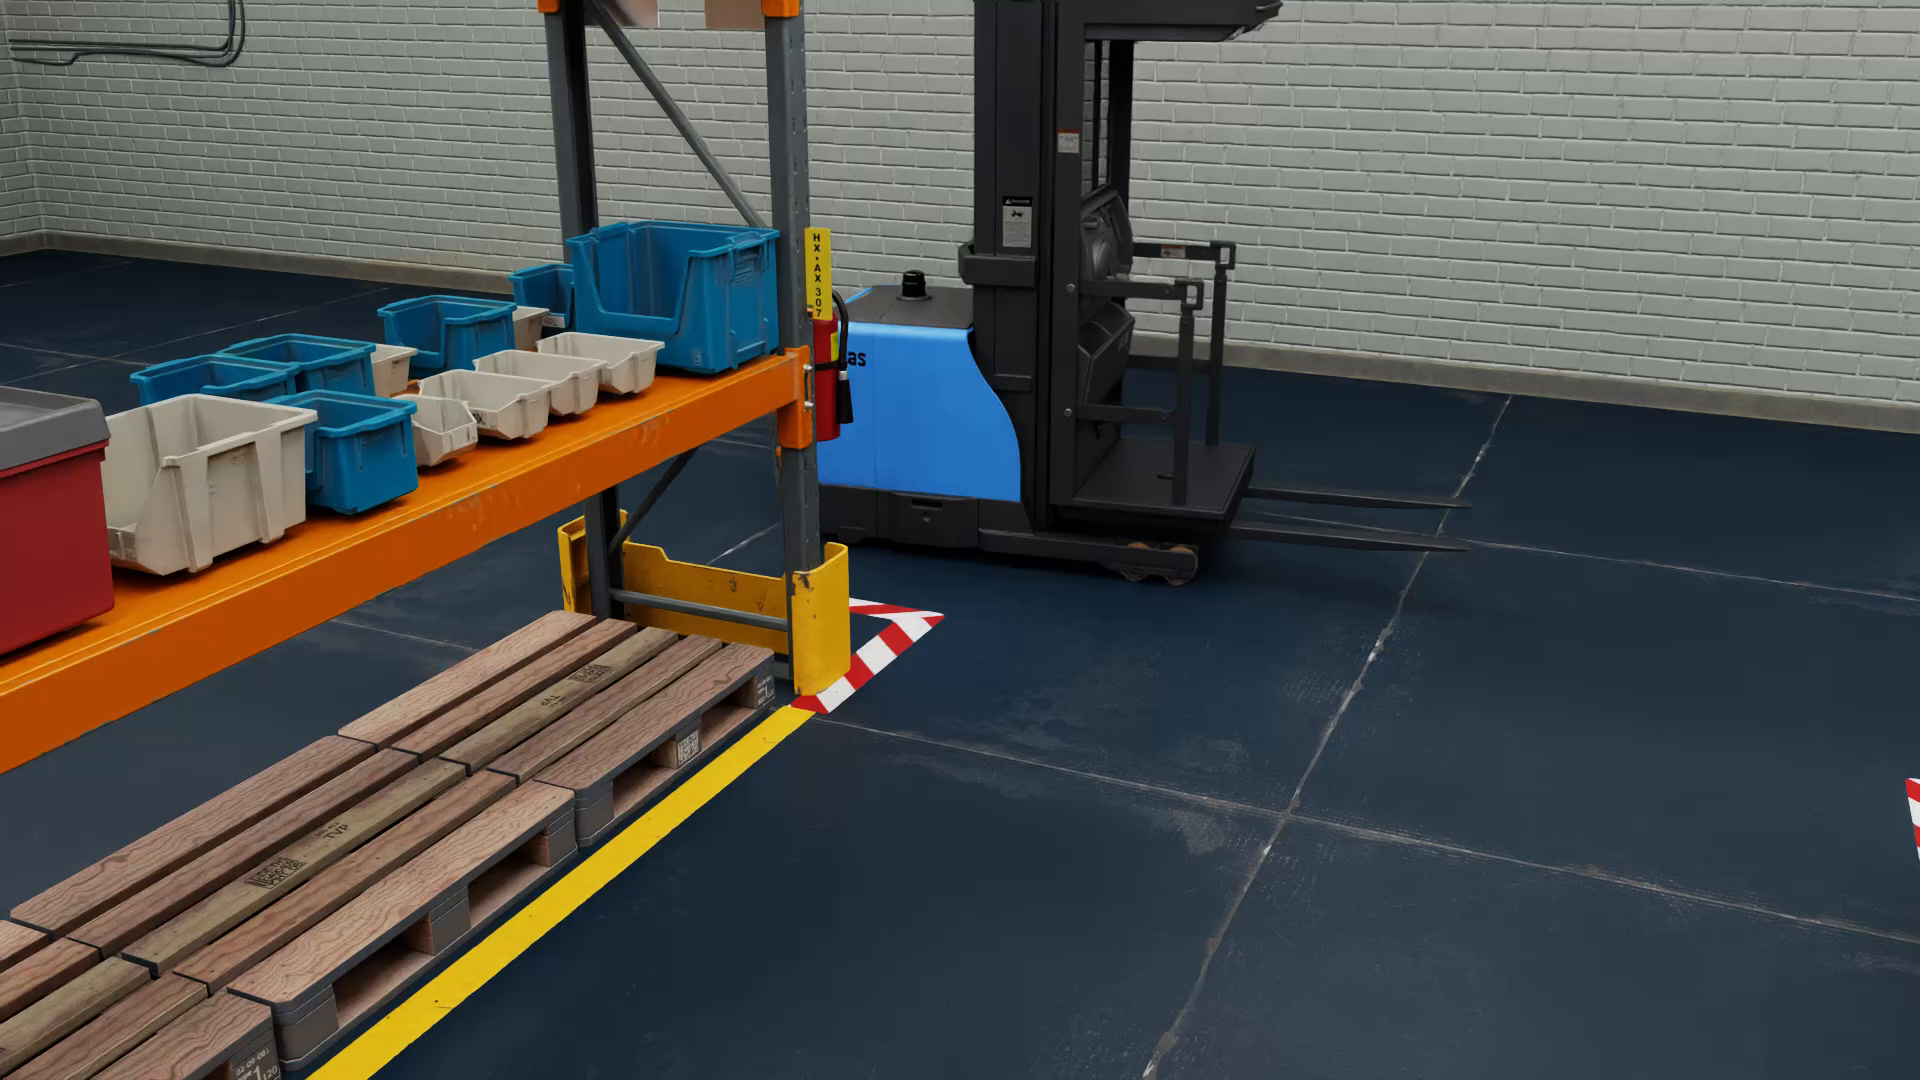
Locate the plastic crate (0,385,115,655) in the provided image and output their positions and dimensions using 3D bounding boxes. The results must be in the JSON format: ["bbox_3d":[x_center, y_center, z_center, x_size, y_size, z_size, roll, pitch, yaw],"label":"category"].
[{"bbox_3d":[-2.054,-0.012,3.342,0.402,0.464,0.583,9,21,23],"label":"plastic crate"}]

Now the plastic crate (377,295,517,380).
[{"bbox_3d":[-1.682,-0.656,5.497,0.416,0.233,0.300,9,21,23],"label":"plastic crate"}]

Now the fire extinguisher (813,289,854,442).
[{"bbox_3d":[-0.534,-0.710,6.160,0.296,0.674,0.183,9,21,23],"label":"fire extinguisher"}]

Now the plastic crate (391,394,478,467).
[{"bbox_3d":[-1.507,-0.300,4.640,0.298,0.136,0.250,9,21,23],"label":"plastic crate"}]

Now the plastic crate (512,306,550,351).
[{"bbox_3d":[-1.619,-0.725,5.835,0.250,0.136,0.298,9,21,23],"label":"plastic crate"}]

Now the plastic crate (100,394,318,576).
[{"bbox_3d":[-1.855,-0.129,3.943,0.437,0.282,0.530,9,21,23],"label":"plastic crate"}]

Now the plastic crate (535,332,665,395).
[{"bbox_3d":[-1.180,-0.568,5.394,0.396,0.136,0.243,9,21,23],"label":"plastic crate"}]

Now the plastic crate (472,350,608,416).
[{"bbox_3d":[-1.311,-0.481,5.150,0.396,0.136,0.243,9,21,23],"label":"plastic crate"}]

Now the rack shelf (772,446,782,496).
[{"bbox_3d":[-0.773,-0.369,8.273,0.215,0.259,0.240,3,19,23],"label":"rack shelf"}]

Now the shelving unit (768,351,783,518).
[{"bbox_3d":[-0.797,-0.644,8.186,0.215,1.050,0.252,3,19,23],"label":"shelving unit"}]

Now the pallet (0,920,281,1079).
[{"bbox_3d":[-2.383,1.368,3.806,1.003,0.211,1.213,9,21,23],"label":"pallet"}]

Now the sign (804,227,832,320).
[{"bbox_3d":[-0.502,-0.945,5.905,0.100,0.325,0.005,9,21,23],"label":"sign"}]

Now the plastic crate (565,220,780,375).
[{"bbox_3d":[-0.978,-0.855,5.754,0.616,0.435,0.499,9,21,23],"label":"plastic crate"}]

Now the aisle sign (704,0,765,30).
[{"bbox_3d":[-0.714,-2.145,5.644,0.394,0.787,0.004,9,21,23],"label":"aisle sign"}]

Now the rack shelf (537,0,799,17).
[{"bbox_3d":[-1.830,-1.401,4.029,1.077,0.370,4.000,9,21,23],"label":"rack shelf"}]

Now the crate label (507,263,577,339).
[{"bbox_3d":[-1.412,-0.857,6.063,0.416,0.233,0.303,9,21,23],"label":"crate label"}]

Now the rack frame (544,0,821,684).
[{"bbox_3d":[-1.011,-0.938,6.130,1.000,3.000,0.127,9,21,23],"label":"rack frame"}]

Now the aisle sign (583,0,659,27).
[{"bbox_3d":[-1.252,-2.226,5.871,0.394,0.787,0.004,9,21,23],"label":"aisle sign"}]

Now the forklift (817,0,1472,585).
[{"bbox_3d":[0.851,-1.381,7.479,3.031,2.935,1.130,6,20,16],"label":"forklift"}]

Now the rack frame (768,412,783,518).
[{"bbox_3d":[-0.844,-0.606,8.080,0.200,1.050,0.008,3,19,23],"label":"rack frame"}]

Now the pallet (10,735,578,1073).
[{"bbox_3d":[-1.885,0.994,4.859,1.003,0.211,1.213,9,21,23],"label":"pallet"}]

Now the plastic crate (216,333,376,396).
[{"bbox_3d":[-1.951,-0.455,4.931,0.416,0.233,0.300,9,21,23],"label":"plastic crate"}]

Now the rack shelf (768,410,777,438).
[{"bbox_3d":[-0.796,-0.634,8.189,0.215,0.259,0.240,3,19,23],"label":"rack shelf"}]

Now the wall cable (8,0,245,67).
[{"bbox_3d":[-7.407,-5.341,14.192,3.097,2.526,0.112,9,21,23],"label":"wall cable"}]

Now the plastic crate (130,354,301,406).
[{"bbox_3d":[-2.074,-0.363,4.673,0.416,0.233,0.300,9,21,23],"label":"plastic crate"}]

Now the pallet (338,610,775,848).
[{"bbox_3d":[-1.384,0.622,5.904,1.003,0.211,1.213,9,21,23],"label":"pallet"}]

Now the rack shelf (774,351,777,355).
[{"bbox_3d":[-0.820,-0.903,8.104,0.215,0.259,0.240,3,19,23],"label":"rack shelf"}]

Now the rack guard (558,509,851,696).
[{"bbox_3d":[-1.013,0.230,6.575,1.175,0.500,0.348,9,21,23],"label":"rack guard"}]

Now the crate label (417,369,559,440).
[{"bbox_3d":[-1.403,-0.393,4.901,0.396,0.136,0.243,9,21,23],"label":"crate label"}]

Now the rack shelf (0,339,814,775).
[{"bbox_3d":[-1.830,0.012,4.532,1.077,0.370,4.000,9,21,23],"label":"rack shelf"}]

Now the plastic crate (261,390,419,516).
[{"bbox_3d":[-1.618,-0.225,4.284,0.416,0.233,0.300,9,21,23],"label":"plastic crate"}]

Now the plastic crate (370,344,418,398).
[{"bbox_3d":[-1.897,-0.518,5.252,0.250,0.136,0.298,9,21,23],"label":"plastic crate"}]
